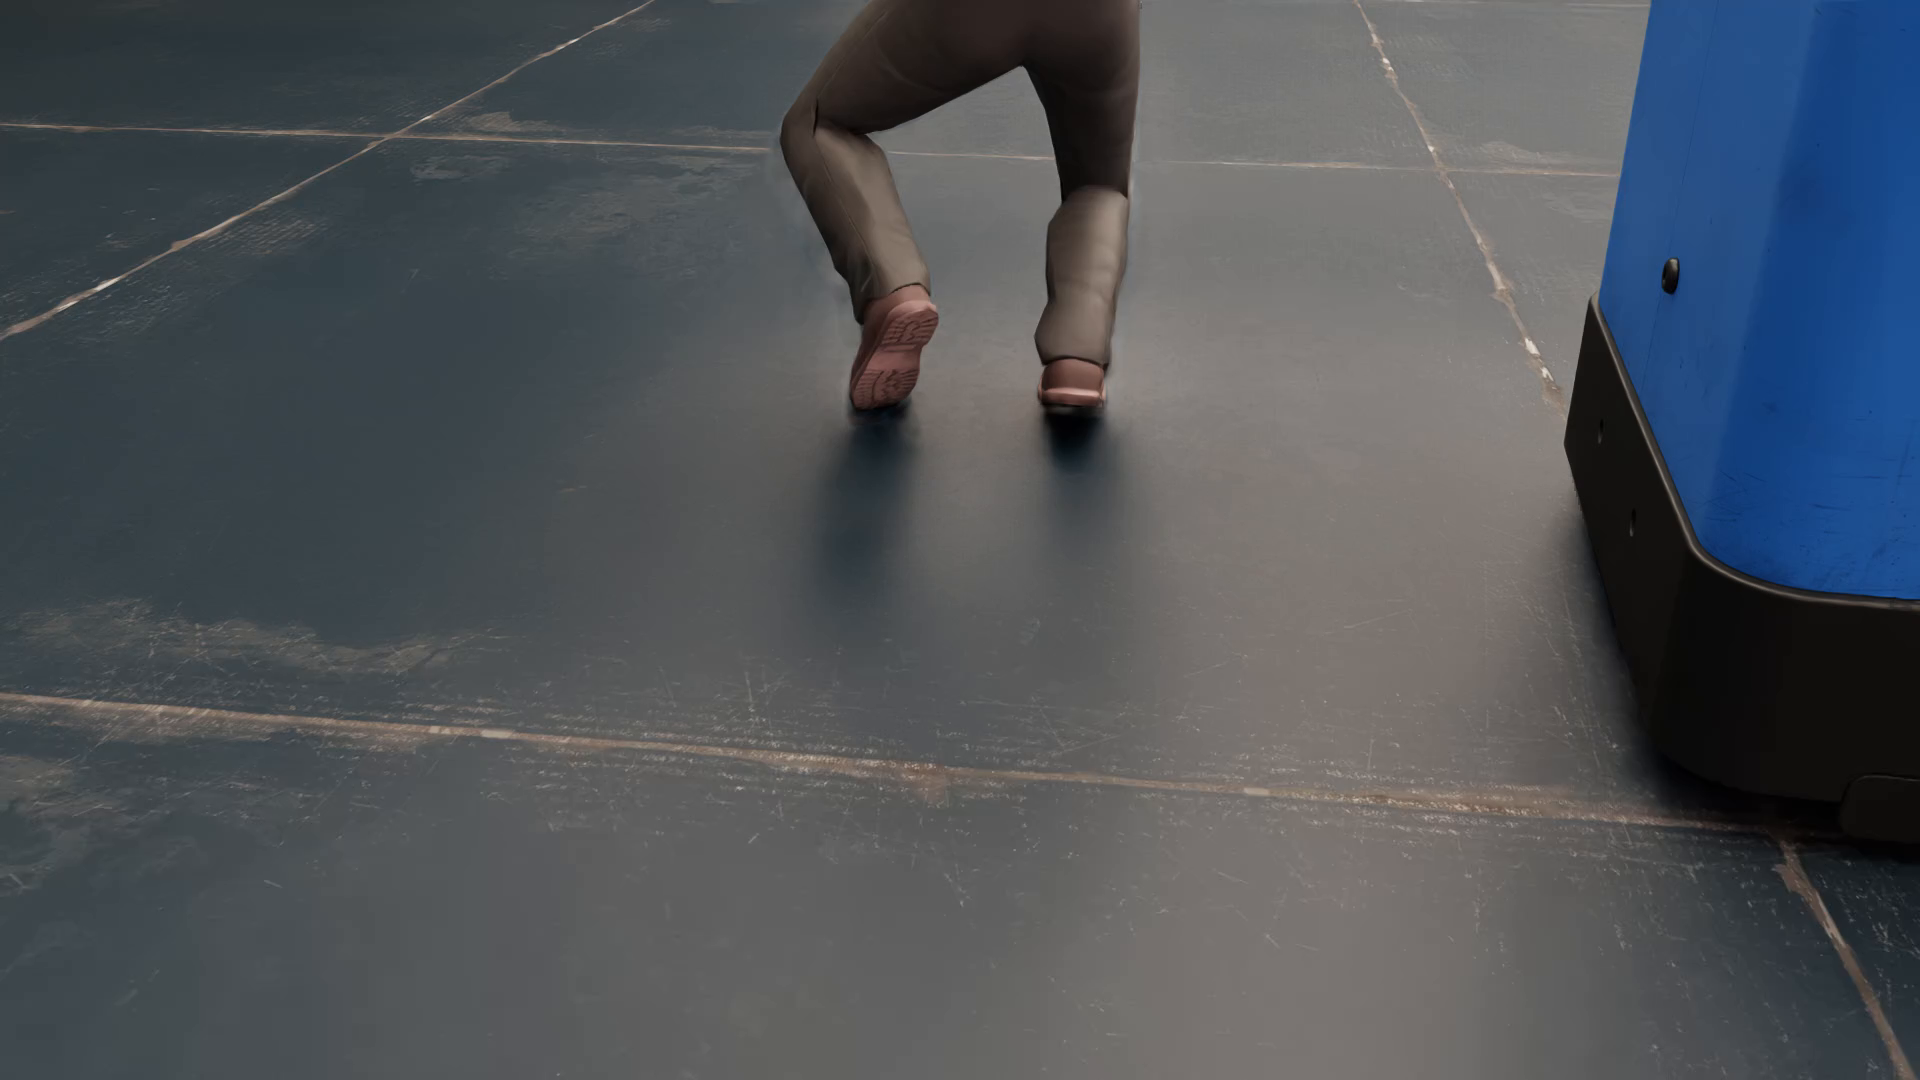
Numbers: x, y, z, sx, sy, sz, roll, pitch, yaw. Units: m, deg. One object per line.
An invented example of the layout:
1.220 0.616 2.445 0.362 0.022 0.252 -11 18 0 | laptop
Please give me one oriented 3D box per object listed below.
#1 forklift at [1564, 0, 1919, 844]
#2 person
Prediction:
2.353 -1.072 1.366 3.031 2.935 1.130 5 27 11 | forklift
-0.008 -0.915 2.612 0.885 1.563 0.708 -4 27 -8 | person
